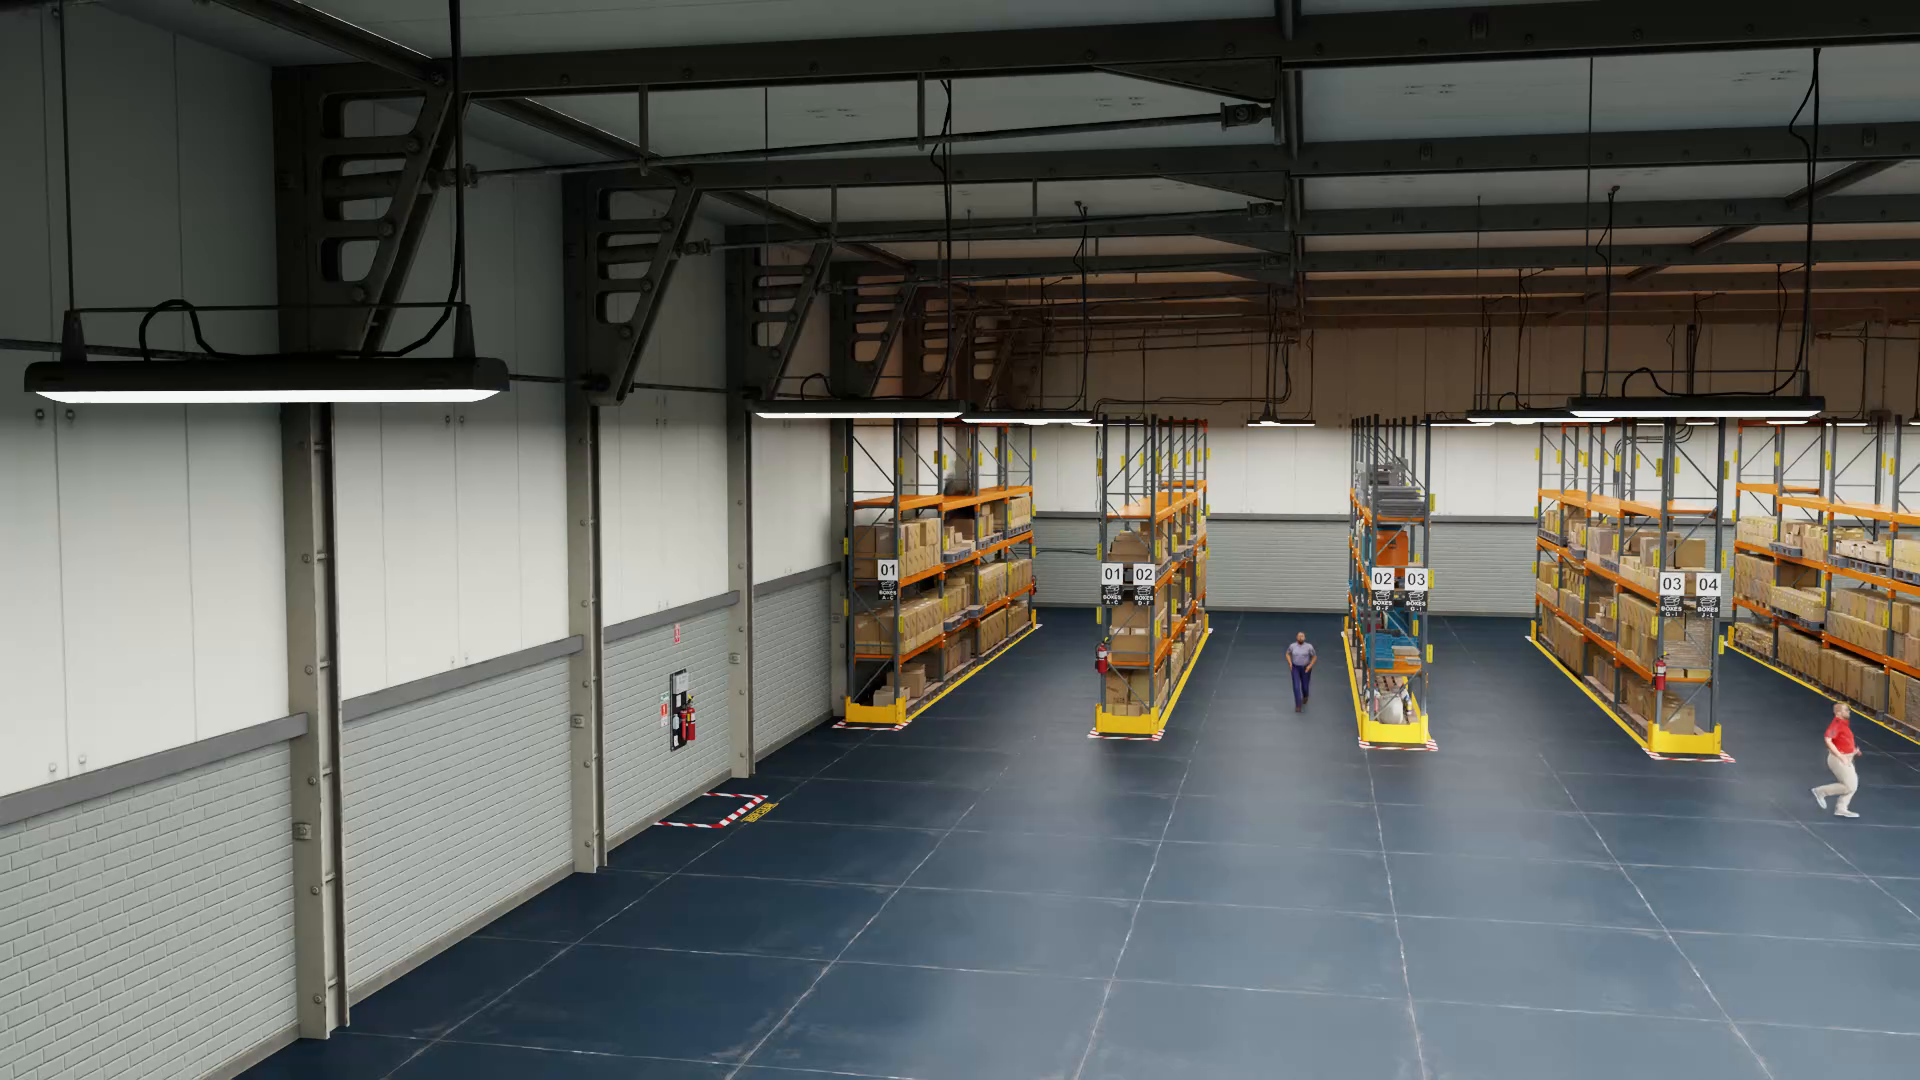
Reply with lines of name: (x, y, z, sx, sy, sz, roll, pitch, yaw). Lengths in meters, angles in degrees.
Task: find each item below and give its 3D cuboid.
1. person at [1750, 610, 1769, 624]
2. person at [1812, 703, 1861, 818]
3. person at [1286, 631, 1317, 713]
person: (21.712, 1.840, 45.189, 0.738, 1.777, 0.859, -2, 4, -31)
person: (12.967, 3.244, 24.574, 0.619, 1.678, 0.679, 2, 5, 33)
person: (6.957, 2.669, 33.934, 0.617, 1.633, 0.709, 1, 4, 14)
